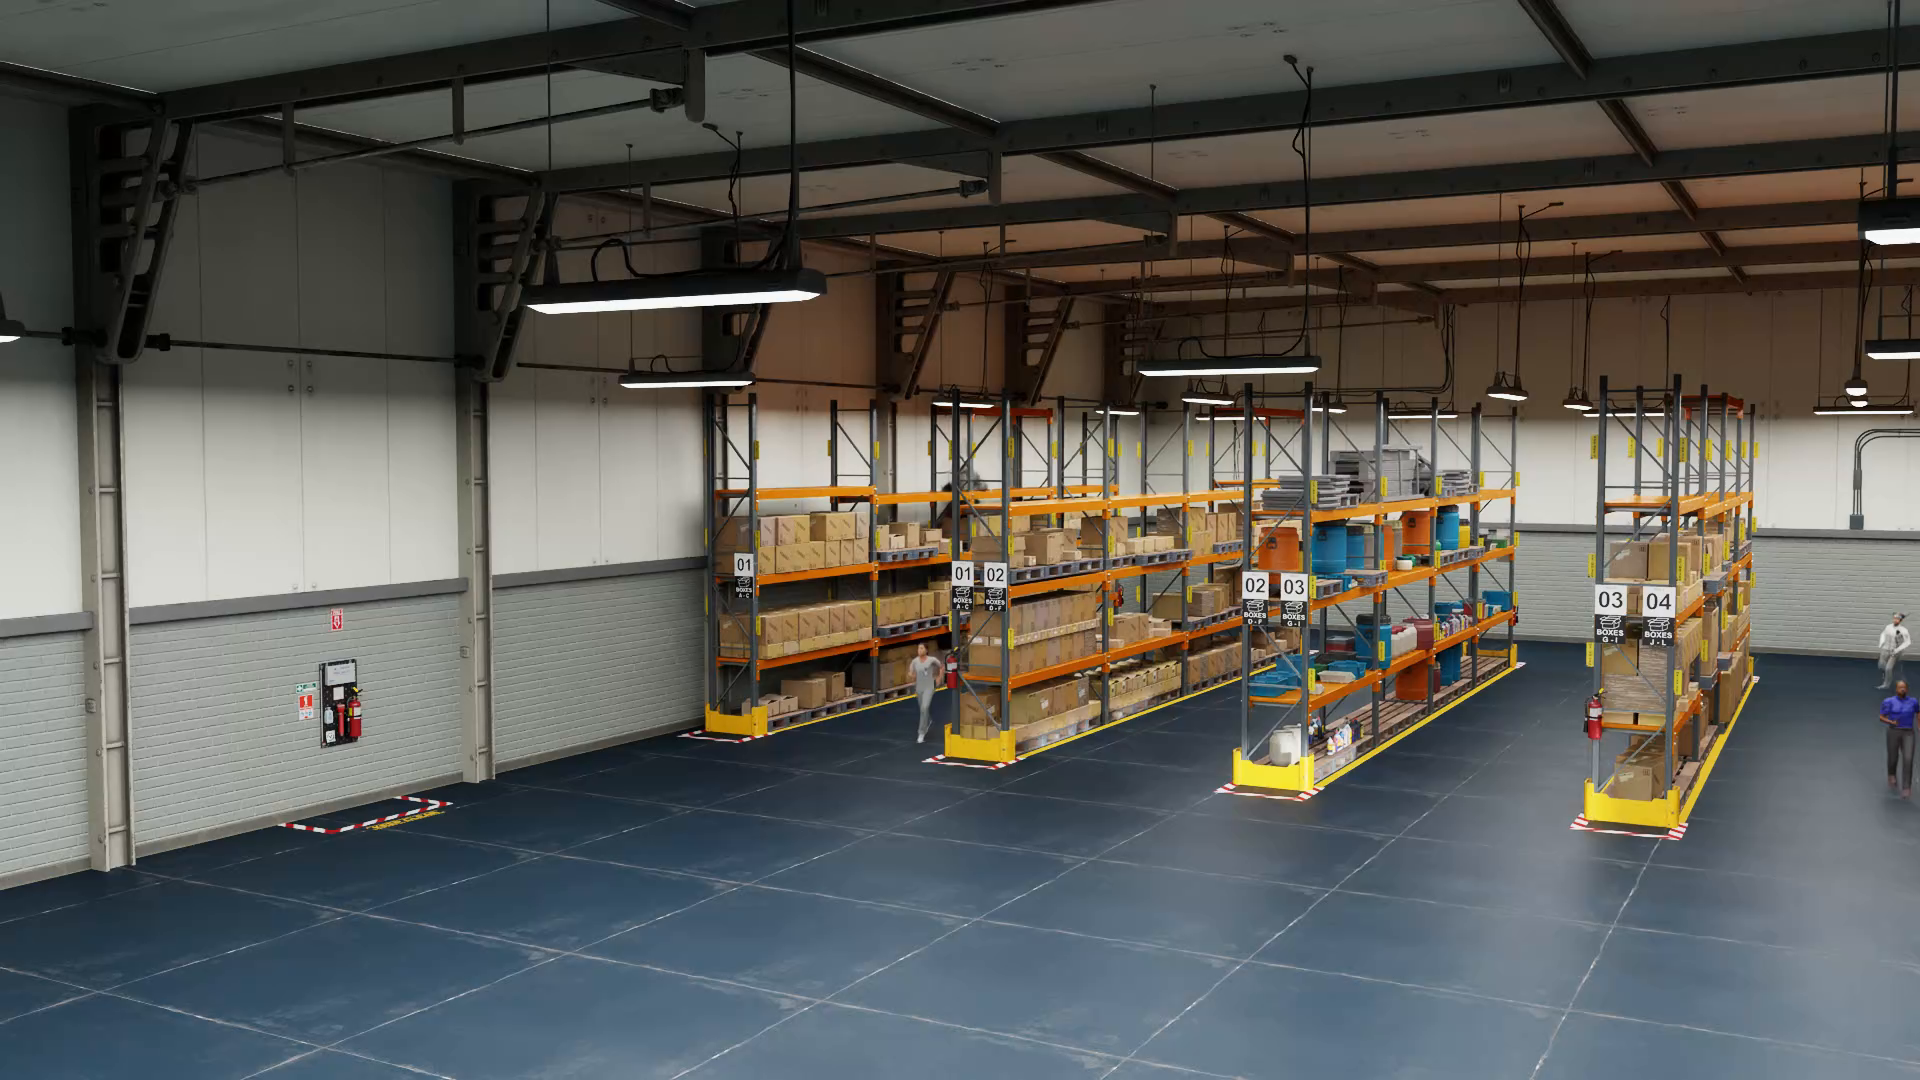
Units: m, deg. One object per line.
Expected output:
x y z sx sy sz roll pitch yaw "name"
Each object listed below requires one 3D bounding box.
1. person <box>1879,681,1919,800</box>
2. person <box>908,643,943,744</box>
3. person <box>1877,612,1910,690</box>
13.637 2.864 24.089 0.583 1.648 0.929 1 3 22 "person"
-0.603 2.620 28.774 0.576 1.667 0.968 1 3 21 "person"
19.465 2.317 34.676 0.488 1.644 0.653 -2 4 -33 "person"
